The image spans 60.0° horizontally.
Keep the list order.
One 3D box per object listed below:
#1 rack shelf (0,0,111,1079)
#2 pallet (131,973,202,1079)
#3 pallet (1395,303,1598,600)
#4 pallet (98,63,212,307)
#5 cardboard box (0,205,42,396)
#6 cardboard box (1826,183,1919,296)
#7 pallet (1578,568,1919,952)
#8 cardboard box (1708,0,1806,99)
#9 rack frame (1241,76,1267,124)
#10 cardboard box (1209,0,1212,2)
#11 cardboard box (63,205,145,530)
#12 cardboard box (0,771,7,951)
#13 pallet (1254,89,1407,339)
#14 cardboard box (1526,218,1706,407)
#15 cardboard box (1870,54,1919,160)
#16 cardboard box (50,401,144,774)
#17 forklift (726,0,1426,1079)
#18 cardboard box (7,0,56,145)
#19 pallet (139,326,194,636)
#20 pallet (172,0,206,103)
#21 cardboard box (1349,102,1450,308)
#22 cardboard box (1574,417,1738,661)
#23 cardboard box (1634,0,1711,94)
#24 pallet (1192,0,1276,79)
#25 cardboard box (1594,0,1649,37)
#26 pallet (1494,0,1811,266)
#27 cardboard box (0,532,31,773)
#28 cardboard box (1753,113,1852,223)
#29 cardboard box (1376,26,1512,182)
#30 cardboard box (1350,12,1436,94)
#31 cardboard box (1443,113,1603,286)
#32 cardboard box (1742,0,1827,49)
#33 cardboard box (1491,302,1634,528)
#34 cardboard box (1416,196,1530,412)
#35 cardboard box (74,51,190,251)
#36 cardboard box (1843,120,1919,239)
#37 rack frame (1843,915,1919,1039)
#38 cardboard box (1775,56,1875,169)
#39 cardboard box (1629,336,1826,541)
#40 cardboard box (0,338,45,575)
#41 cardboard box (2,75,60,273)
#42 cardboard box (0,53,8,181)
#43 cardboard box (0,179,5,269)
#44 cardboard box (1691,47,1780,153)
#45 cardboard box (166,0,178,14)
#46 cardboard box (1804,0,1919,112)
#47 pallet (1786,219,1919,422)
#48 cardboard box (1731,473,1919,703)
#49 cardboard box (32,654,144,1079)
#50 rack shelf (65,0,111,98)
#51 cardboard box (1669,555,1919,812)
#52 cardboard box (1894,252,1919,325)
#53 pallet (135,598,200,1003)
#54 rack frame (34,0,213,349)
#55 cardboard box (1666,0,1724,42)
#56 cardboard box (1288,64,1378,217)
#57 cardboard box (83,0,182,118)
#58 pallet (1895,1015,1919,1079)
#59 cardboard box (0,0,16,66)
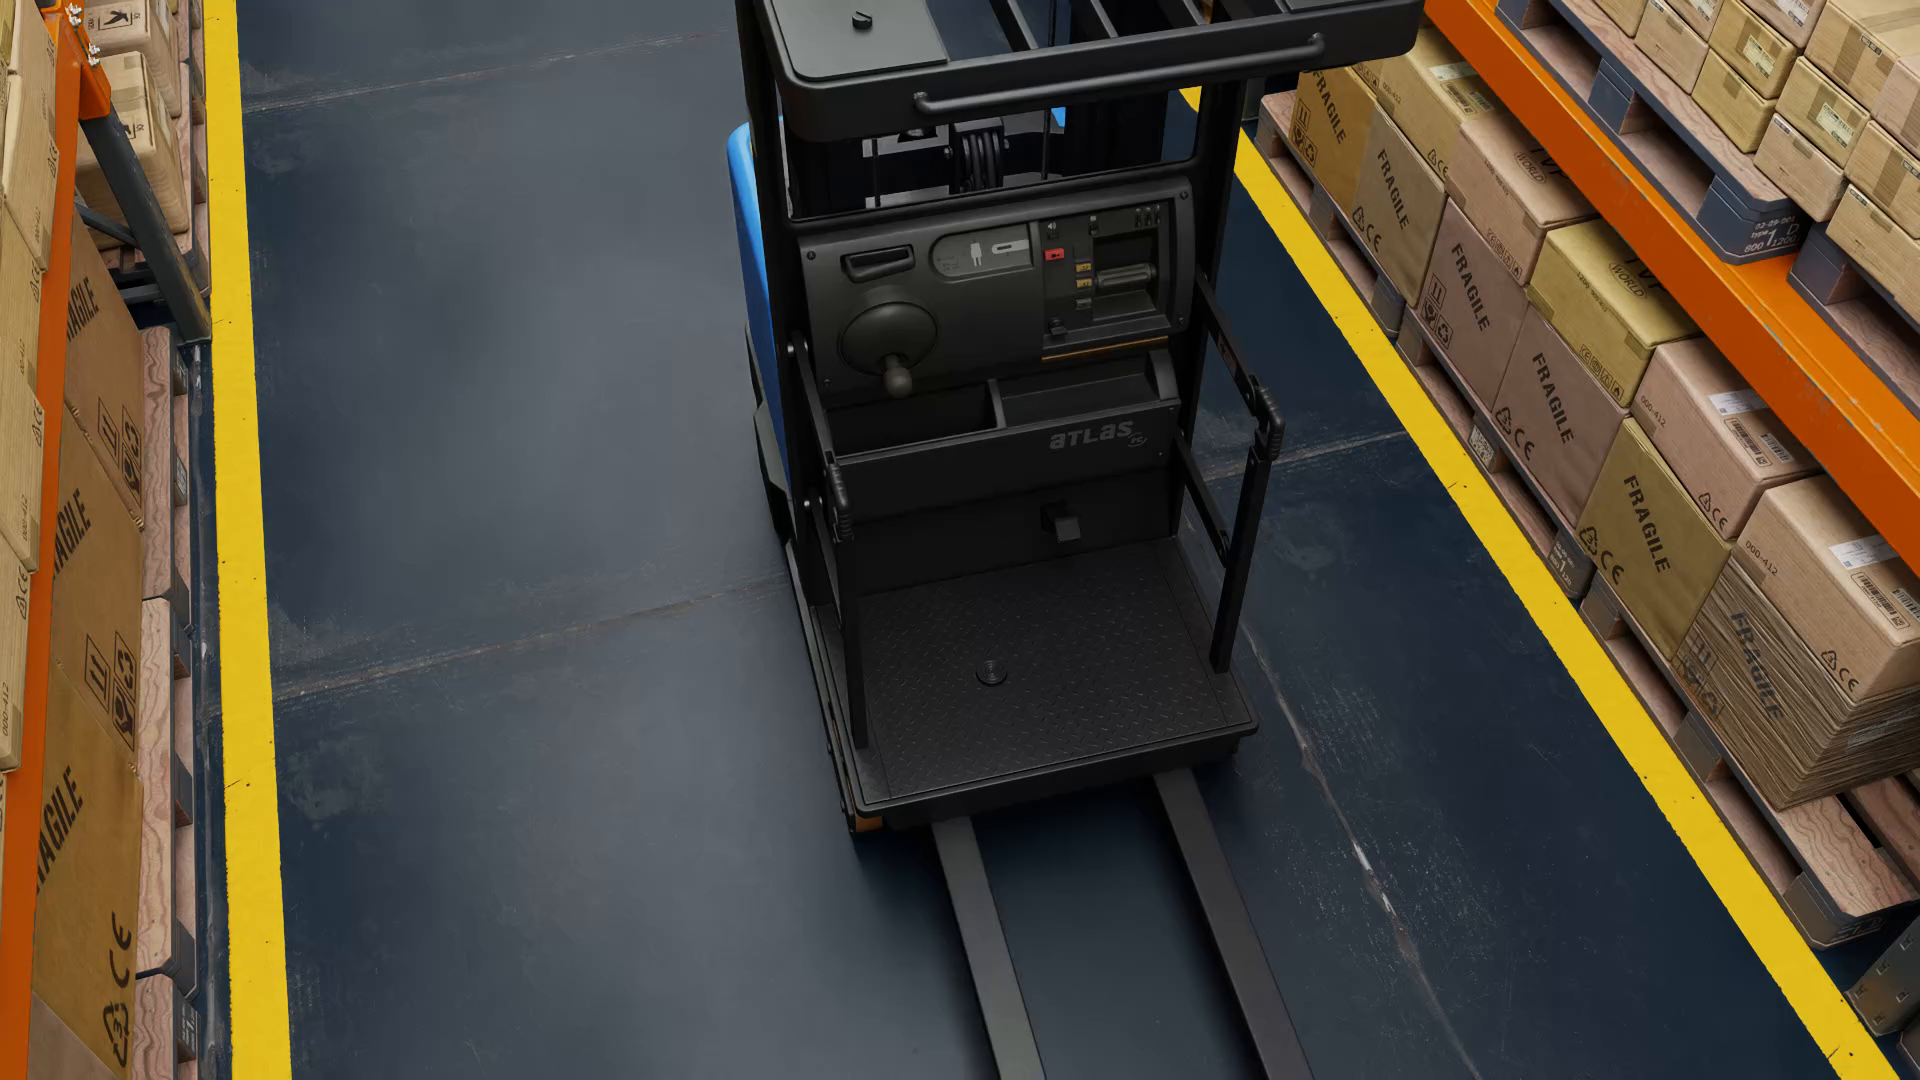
[{"bbox_3d":[-2.528,0.096,3.678,1.077,0.370,4.000,-13,51,-11],"label":"rack shelf"},{"bbox_3d":[-2.237,1.677,3.698,1.003,0.211,1.213,-13,51,-11],"label":"pallet"},{"bbox_3d":[2.166,-0.430,5.475,1.003,0.211,1.213,-13,51,-11],"label":"pallet"},{"bbox_3d":[-3.350,-1.269,6.182,1.003,0.211,1.213,-13,51,-11],"label":"pallet"},{"bbox_3d":[-2.423,-0.497,3.805,0.500,0.250,0.500,-14,51,-11],"label":"cardboard box"},{"bbox_3d":[2.232,-0.723,3.787,0.380,0.149,0.250,-16,52,-13],"label":"cardboard box"},{"bbox_3d":[2.530,0.462,4.722,1.003,0.211,1.213,-13,51,-11],"label":"pallet"},{"bbox_3d":[2.062,-1.226,4.017,0.380,0.149,0.250,-13,51,-11],"label":"cardboard box"},{"bbox_3d":[1.579,-2.790,5.640,1.000,3.000,0.127,-13,51,-11],"label":"rack frame"},{"bbox_3d":[1.485,-2.665,6.731,1.050,0.750,0.750,-14,51,-11],"label":"cardboard box"},{"bbox_3d":[-2.995,-0.524,4.845,0.875,0.875,0.875,-14,51,-11],"label":"cardboard box"},{"bbox_3d":[-1.969,0.615,2.868,0.500,0.250,0.500,-14,51,-12],"label":"cardboard box"},{"bbox_3d":[1.809,-1.320,6.224,1.003,0.211,1.213,-13,51,-11],"label":"pallet"},{"bbox_3d":[1.991,-0.688,4.737,0.500,0.250,0.500,-15,52,-13],"label":"cardboard box"},{"bbox_3d":[2.224,-0.940,3.581,0.380,0.149,0.250,-13,51,-11],"label":"cardboard box"},{"bbox_3d":[-2.735,0.129,4.295,0.875,0.875,0.875,-13,51,-11],"label":"cardboard box"},{"bbox_3d":[0.153,-0.478,3.736,1.130,2.935,3.031,-11,51,-9],"label":"forklift"},{"bbox_3d":[-2.722,-1.237,4.429,0.500,0.250,0.500,-15,51,-12],"label":"cardboard box"},{"bbox_3d":[-2.959,-0.105,5.200,1.003,0.211,1.213,-13,51,-11],"label":"pallet"},{"bbox_3d":[-3.707,-2.158,6.931,1.003,0.211,1.213,-13,51,-11],"label":"pallet"},{"bbox_3d":[1.696,-1.178,5.642,0.500,0.500,0.500,-13,51,-11],"label":"cardboard box"},{"bbox_3d":[2.151,-0.056,4.696,0.500,0.500,0.500,-14,51,-12],"label":"cardboard box"},{"bbox_3d":[1.988,-1.313,4.285,0.380,0.149,0.250,-15,51,-12],"label":"cardboard box"},{"bbox_3d":[1.418,-2.484,7.206,1.003,0.211,1.213,-13,51,-11],"label":"pallet"},{"bbox_3d":[1.912,-1.504,4.445,0.380,0.149,0.250,-13,51,-10],"label":"cardboard box"},{"bbox_3d":[2.203,-1.291,4.502,1.003,0.211,1.213,-13,51,-11],"label":"pallet"},{"bbox_3d":[-2.106,0.237,3.187,0.500,0.250,0.500,-14,51,-11],"label":"cardboard box"},{"bbox_3d":[2.144,-0.925,3.957,0.380,0.149,0.250,-15,52,-13],"label":"cardboard box"},{"bbox_3d":[1.702,-1.432,5.365,0.500,0.250,0.500,-14,51,-11],"label":"cardboard box"},{"bbox_3d":[1.552,-1.802,5.677,0.500,0.250,0.500,-15,52,-13],"label":"cardboard box"},{"bbox_3d":[1.836,-1.068,5.058,0.500,0.250,0.500,-13,51,-11],"label":"cardboard box"},{"bbox_3d":[2.072,-1.315,3.897,0.380,0.149,0.250,-15,52,-13],"label":"cardboard box"},{"bbox_3d":[2.003,-0.432,5.012,0.500,0.500,0.500,-14,51,-12],"label":"cardboard box"},{"bbox_3d":[1.853,-0.805,5.327,0.500,0.500,0.500,-14,51,-12],"label":"cardboard box"},{"bbox_3d":[-3.277,-1.300,5.828,0.950,0.372,0.625,-16,52,-13],"label":"cardboard box"},{"bbox_3d":[2.221,-0.837,3.689,0.380,0.149,0.250,-15,51,-12],"label":"cardboard box"},{"bbox_3d":[2.762,0.132,3.177,1.000,3.000,0.127,-13,51,-11],"label":"rack frame"},{"bbox_3d":[2.145,-1.027,3.849,0.380,0.149,0.250,-16,52,-13],"label":"cardboard box"},{"bbox_3d":[2.161,-0.305,4.415,0.500,0.250,0.500,-11,51,-9],"label":"cardboard box"},{"bbox_3d":[-2.245,-0.130,3.496,0.500,0.250,0.500,-14,51,-12],"label":"cardboard box"},{"bbox_3d":[-2.556,-0.868,4.118,0.500,0.250,0.500,-12,51,-10],"label":"cardboard box"},{"bbox_3d":[-2.579,-1.039,3.935,0.500,0.250,0.500,-14,51,-12],"label":"cardboard box"},{"bbox_3d":[-2.408,-0.670,3.624,0.500,0.250,0.500,-15,51,-12],"label":"cardboard box"},{"bbox_3d":[2.067,-1.118,4.121,0.380,0.149,0.250,-11,51,-9],"label":"cardboard box"},{"bbox_3d":[-3.722,-2.392,6.749,0.950,0.372,0.625,-12,51,-10],"label":"cardboard box"},{"bbox_3d":[2.155,-1.120,3.733,0.380,0.149,0.250,-15,51,-12],"label":"cardboard box"},{"bbox_3d":[2.675,-0.397,3.749,1.003,0.211,1.213,-13,51,-11],"label":"pallet"},{"bbox_3d":[2.300,0.074,4.096,0.500,0.250,0.500,-15,51,-12],"label":"cardboard box"},{"bbox_3d":[-2.471,0.782,3.744,0.875,0.875,0.875,-12,51,-10],"label":"cardboard box"},{"bbox_3d":[-3.711,-2.825,6.140,1.077,0.370,4.000,-13,51,-11],"label":"rack shelf"},{"bbox_3d":[2.302,0.319,4.380,0.500,0.500,0.500,-14,51,-12],"label":"cardboard box"},{"bbox_3d":[2.306,-0.540,3.633,0.380,0.149,0.250,-13,51,-11],"label":"cardboard box"},{"bbox_3d":[-2.602,0.785,4.450,1.003,0.211,1.213,-13,51,-11],"label":"pallet"},{"bbox_3d":[-3.120,-1.596,4.634,1.000,3.000,0.127,-13,51,-11],"label":"rack frame"},{"bbox_3d":[1.996,-1.405,4.168,0.380,0.149,0.250,-12,51,-10],"label":"cardboard box"},{"bbox_3d":[1.544,-1.545,5.951,0.500,0.500,0.500,-15,52,-13],"label":"cardboard box"},{"bbox_3d":[-3.503,-1.837,6.281,0.950,0.372,0.625,-14,51,-12],"label":"cardboard box"},{"bbox_3d":[2.994,1.513,3.836,1.003,0.211,1.213,-13,51,-11],"label":"pallet"},{"bbox_3d":[-2.734,-1.413,4.250,0.500,0.250,0.500,-13,51,-11],"label":"cardboard box"}]
